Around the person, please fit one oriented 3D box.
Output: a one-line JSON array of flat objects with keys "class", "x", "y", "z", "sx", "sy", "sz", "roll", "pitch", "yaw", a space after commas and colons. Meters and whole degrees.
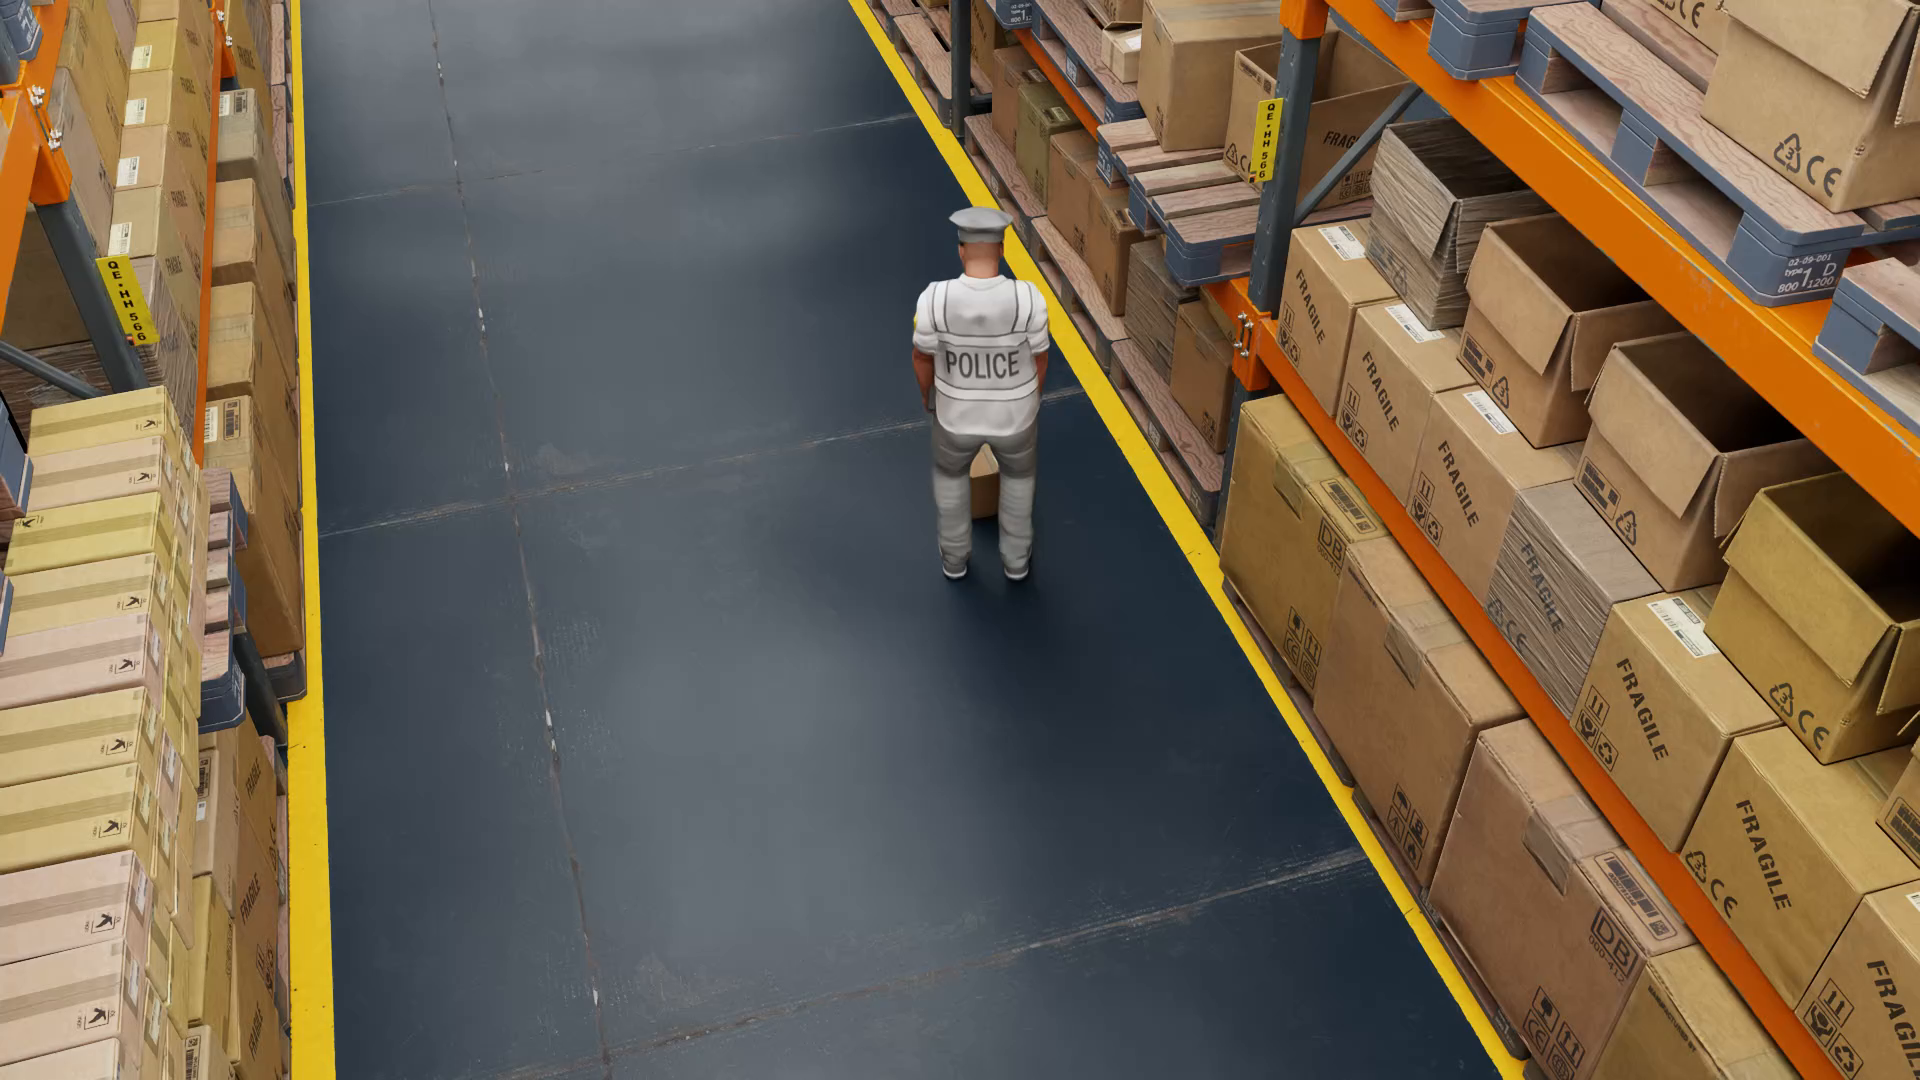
[{"class": "person", "x": 0.082, "y": -0.542, "z": 6.785, "sx": 0.544, "sy": 1.726, "sz": 0.424, "roll": 1, "pitch": 42, "yaw": 2}]
